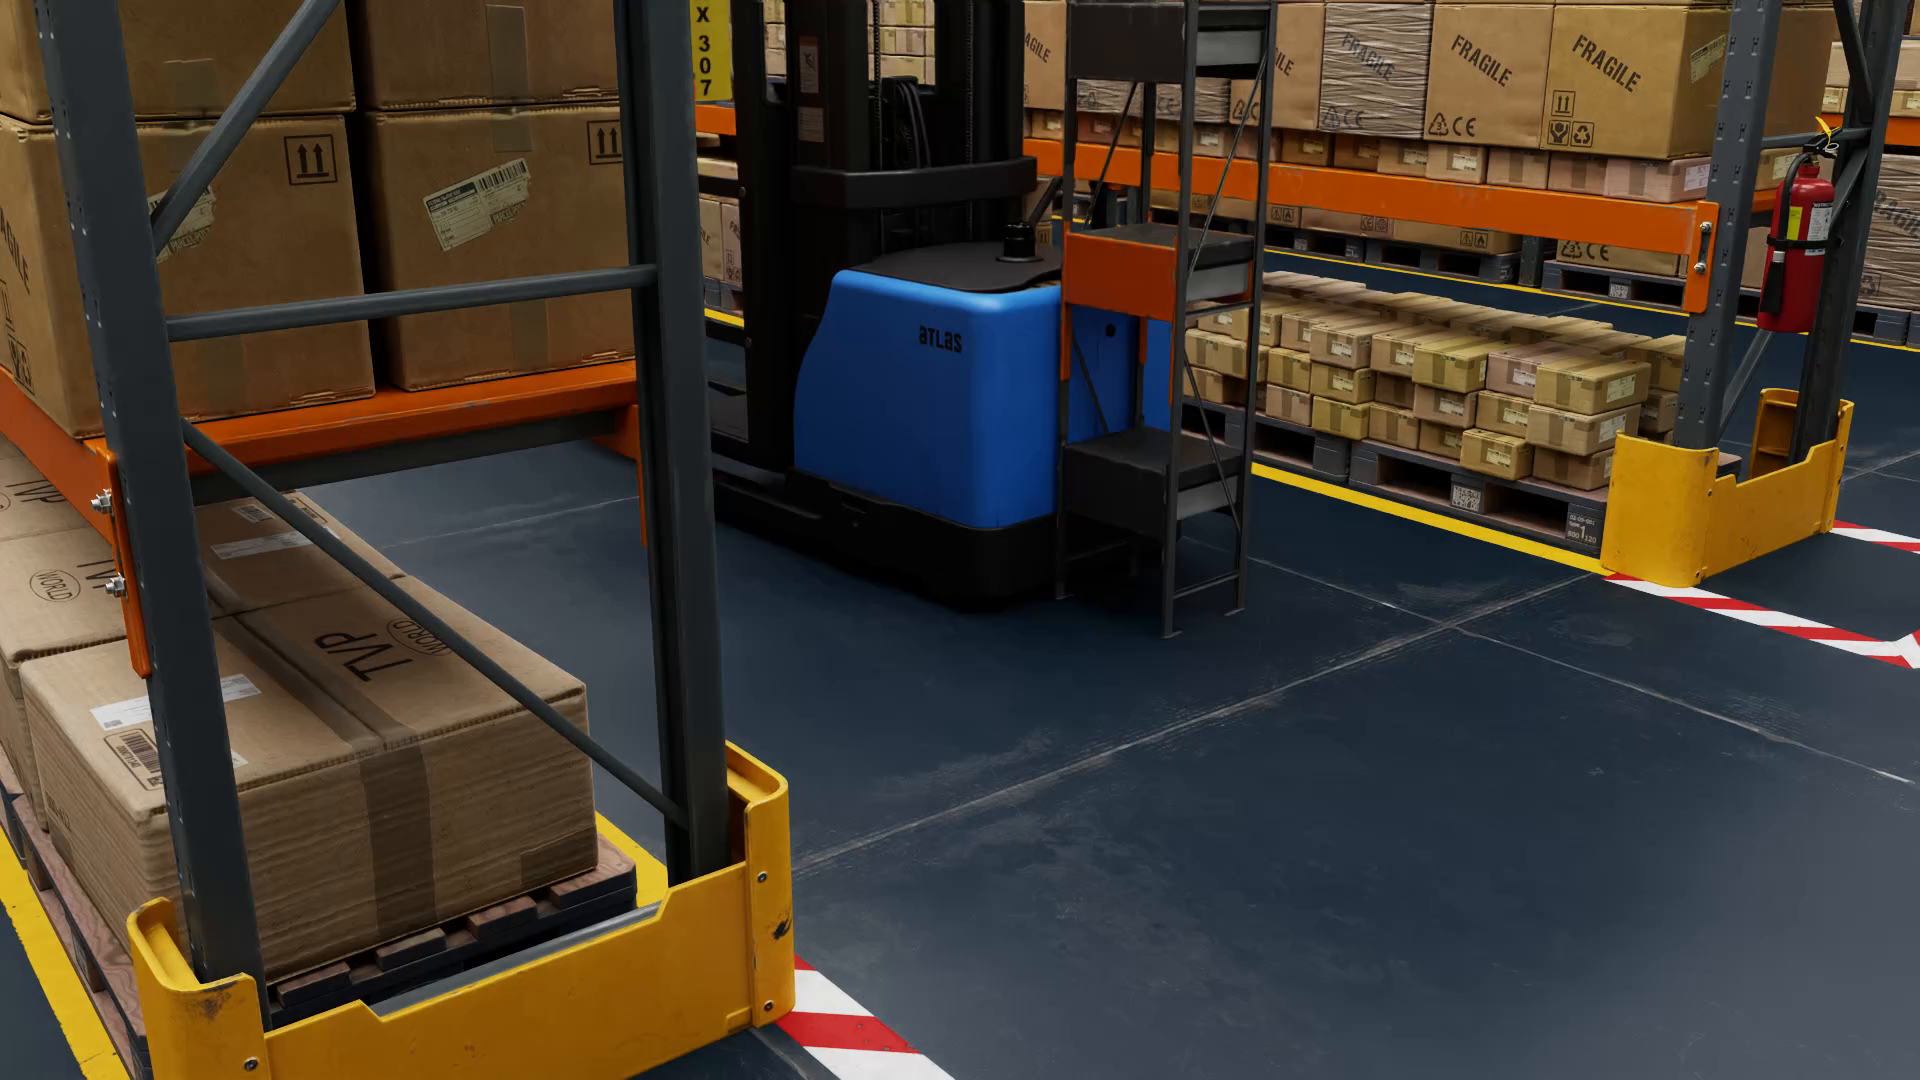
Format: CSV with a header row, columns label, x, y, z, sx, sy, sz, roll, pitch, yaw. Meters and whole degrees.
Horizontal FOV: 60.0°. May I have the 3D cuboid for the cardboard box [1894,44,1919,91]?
label,x,y,z,sx,sy,sz,roll,pitch,yaw
cardboard box,5.734,-2.714,9.553,0.500,0.250,0.500,-15,23,-38

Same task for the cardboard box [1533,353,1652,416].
label,x,y,z,sx,sy,sz,roll,pitch,yaw
cardboard box,2.396,-0.592,6.300,0.380,0.149,0.250,-14,23,-35

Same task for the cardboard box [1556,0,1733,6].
label,x,y,z,sx,sy,sz,roll,pitch,yaw
cardboard box,2.444,-2.110,5.741,0.500,0.500,0.500,-15,23,-37

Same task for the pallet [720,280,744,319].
label,x,y,z,sx,sy,sz,roll,pitch,yaw
pallet,-0.807,-1.537,10.669,1.003,0.211,1.213,-14,23,-36

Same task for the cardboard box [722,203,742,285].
label,x,y,z,sx,sy,sz,roll,pitch,yaw
cardboard box,-1.168,-1.894,10.619,0.500,0.500,0.500,-15,23,-37

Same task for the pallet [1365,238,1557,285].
label,x,y,z,sx,sy,sz,roll,pitch,yaw
pallet,3.852,-2.163,12.560,1.003,0.211,1.213,-14,23,-36

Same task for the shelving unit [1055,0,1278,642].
label,x,y,z,sx,sy,sz,roll,pitch,yaw
shelving unit,0.643,-0.769,5.346,0.431,2.100,0.503,-16,24,-39

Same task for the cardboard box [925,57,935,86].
label,x,y,z,sx,sy,sz,roll,pitch,yaw
cardboard box,0.038,-2.508,8.896,0.380,0.149,0.250,-15,23,-37

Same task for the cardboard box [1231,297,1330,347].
label,x,y,z,sx,sy,sz,roll,pitch,yaw
cardboard box,1.441,-0.982,7.476,0.380,0.149,0.250,-14,23,-36

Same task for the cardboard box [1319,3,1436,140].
label,x,y,z,sx,sy,sz,roll,pitch,yaw
cardboard box,1.804,-1.883,6.645,0.500,0.500,0.500,-14,23,-36

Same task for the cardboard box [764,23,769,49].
label,x,y,z,sx,sy,sz,roll,pitch,yaw
cardboard box,-1.101,-3.100,10.211,0.380,0.149,0.250,-14,23,-37

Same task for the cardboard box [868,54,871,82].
label,x,y,z,sx,sy,sz,roll,pitch,yaw
cardboard box,-0.433,-2.695,9.462,0.380,0.149,0.250,-15,24,-39

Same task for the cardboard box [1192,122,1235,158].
label,x,y,z,sx,sy,sz,roll,pitch,yaw
cardboard box,1.214,-1.801,7.428,0.380,0.149,0.250,-13,22,-34

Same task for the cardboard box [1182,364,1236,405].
label,x,y,z,sx,sy,sz,roll,pitch,yaw
cardboard box,1.251,-0.750,7.724,0.380,0.149,0.250,-15,23,-38

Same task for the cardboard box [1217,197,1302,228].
label,x,y,z,sx,sy,sz,roll,pitch,yaw
cardboard box,2.866,-3.093,13.643,1.225,0.875,0.875,-14,23,-36

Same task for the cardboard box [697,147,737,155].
label,x,y,z,sx,sy,sz,roll,pitch,yaw
cardboard box,-1.806,-2.506,11.273,0.500,0.250,0.500,-15,24,-39

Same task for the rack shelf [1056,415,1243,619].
label,x,y,z,sx,sy,sz,roll,pitch,yaw
rack shelf,0.643,-0.092,5.570,0.431,0.518,0.480,-16,24,-39

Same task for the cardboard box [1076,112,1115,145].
label,x,y,z,sx,sy,sz,roll,pitch,yaw
cardboard box,0.784,-2.011,8.063,0.380,0.149,0.250,-15,24,-38

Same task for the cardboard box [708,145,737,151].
label,x,y,z,sx,sy,sz,roll,pitch,yaw
cardboard box,-1.414,-2.606,11.575,0.500,0.250,0.500,-15,23,-37

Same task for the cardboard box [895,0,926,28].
label,x,y,z,sx,sy,sz,roll,pitch,yaw
cardboard box,-0.130,-2.858,9.007,0.380,0.149,0.250,-15,23,-38

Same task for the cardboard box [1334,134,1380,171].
label,x,y,z,sx,sy,sz,roll,pitch,yaw
cardboard box,1.768,-1.623,6.893,0.380,0.149,0.250,-15,24,-38

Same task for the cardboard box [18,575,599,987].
label,x,y,z,sx,sy,sz,roll,pitch,yaw
cardboard box,-1.383,0.482,3.543,0.875,0.438,0.875,-15,23,-38

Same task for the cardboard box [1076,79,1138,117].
label,x,y,z,sx,sy,sz,roll,pitch,yaw
cardboard box,0.862,-2.265,7.800,0.500,0.500,0.500,-14,23,-36

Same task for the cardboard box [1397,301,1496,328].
label,x,y,z,sx,sy,sz,roll,pitch,yaw
cardboard box,2.159,-0.953,7.391,0.380,0.149,0.250,-13,22,-34

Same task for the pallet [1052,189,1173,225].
label,x,y,z,sx,sy,sz,roll,pitch,yaw
pallet,1.423,-3.166,15.589,1.003,0.211,1.213,-14,23,-36

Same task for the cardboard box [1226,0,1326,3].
label,x,y,z,sx,sy,sz,roll,pitch,yaw
cardboard box,1.468,-2.491,6.892,0.500,0.500,0.500,-15,23,-38

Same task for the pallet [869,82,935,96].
label,x,y,z,sx,sy,sz,roll,pitch,yaw
pallet,0.079,-2.494,9.428,1.003,0.211,1.213,-14,23,-36

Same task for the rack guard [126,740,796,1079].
label,x,y,z,sx,sy,sz,roll,pitch,yaw
rack guard,-0.880,0.801,3.149,1.175,0.500,0.348,-14,23,-36

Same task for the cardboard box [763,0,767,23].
label,x,y,z,sx,sy,sz,roll,pitch,yaw
cardboard box,-1.092,-3.241,10.165,0.380,0.149,0.250,-13,22,-34

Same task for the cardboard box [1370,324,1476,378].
label,x,y,z,sx,sy,sz,roll,pitch,yaw
cardboard box,1.913,-0.781,6.869,0.380,0.149,0.250,-15,24,-38

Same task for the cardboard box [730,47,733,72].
label,x,y,z,sx,sy,sz,roll,pitch,yaw
cardboard box,-1.254,-3.021,10.445,0.380,0.149,0.250,-13,22,-34

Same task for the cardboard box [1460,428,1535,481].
label,x,y,z,sx,sy,sz,roll,pitch,yaw
cardboard box,2.194,-0.361,6.550,0.380,0.149,0.250,-13,22,-34

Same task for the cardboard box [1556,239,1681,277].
label,x,y,z,sx,sy,sz,roll,pitch,yaw
cardboard box,4.737,-2.324,11.322,0.875,0.875,0.875,-14,23,-36

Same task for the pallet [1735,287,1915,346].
label,x,y,z,sx,sy,sz,roll,pitch,yaw
pallet,5.563,-1.484,10.510,1.003,0.211,1.213,-14,23,-36

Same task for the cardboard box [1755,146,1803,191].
label,x,y,z,sx,sy,sz,roll,pitch,yaw
cardboard box,2.979,-1.407,6.241,0.380,0.149,0.250,-14,23,-37

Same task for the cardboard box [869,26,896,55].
label,x,y,z,sx,sy,sz,roll,pitch,yaw
cardboard box,-0.279,-2.776,9.232,0.380,0.149,0.250,-13,22,-34

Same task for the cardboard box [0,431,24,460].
label,x,y,z,sx,sy,sz,roll,pitch,yaw
cardboard box,-3.073,-0.185,5.557,0.875,0.438,0.875,-14,23,-37

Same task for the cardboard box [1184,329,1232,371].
label,x,y,z,sx,sy,sz,roll,pitch,yaw
cardboard box,1.245,-0.892,7.679,0.380,0.149,0.250,-14,23,-37

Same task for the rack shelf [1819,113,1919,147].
label,x,y,z,sx,sy,sz,roll,pitch,yaw
rack shelf,5.632,-2.477,10.217,1.077,0.370,4.000,-14,23,-36

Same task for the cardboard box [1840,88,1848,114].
label,x,y,z,sx,sy,sz,roll,pitch,yaw
cardboard box,5.446,-2.607,9.863,0.380,0.149,0.250,-13,23,-35

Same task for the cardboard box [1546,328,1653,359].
label,x,y,z,sx,sy,sz,roll,pitch,yaw
cardboard box,2.598,-0.751,6.780,0.380,0.149,0.250,-13,23,-35

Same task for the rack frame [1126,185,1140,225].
label,x,y,z,sx,sy,sz,roll,pitch,yaw
rack frame,1.907,-4.297,14.569,1.000,3.000,0.127,-14,23,-36

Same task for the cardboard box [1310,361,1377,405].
label,x,y,z,sx,sy,sz,roll,pitch,yaw
cardboard box,1.716,-0.697,7.090,0.380,0.149,0.250,-14,23,-35

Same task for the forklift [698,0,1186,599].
label,x,y,z,sx,sy,sz,roll,pitch,yaw
forklift,-0.537,-1.580,6.473,1.130,2.935,3.031,-16,24,-39

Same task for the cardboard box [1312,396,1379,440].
label,x,y,z,sx,sy,sz,roll,pitch,yaw
cardboard box,1.726,-0.552,7.126,0.380,0.149,0.250,-15,24,-38

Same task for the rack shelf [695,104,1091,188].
label,x,y,z,sx,sy,sz,roll,pitch,yaw
rack shelf,-0.802,-2.520,10.345,1.077,0.370,4.000,-14,23,-36

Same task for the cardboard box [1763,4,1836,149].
label,x,y,z,sx,sy,sz,roll,pitch,yaw
cardboard box,2.861,-1.736,6.201,0.500,0.500,0.500,-13,22,-34

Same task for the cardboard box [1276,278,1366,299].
label,x,y,z,sx,sy,sz,roll,pitch,yaw
cardboard box,1.732,-1.153,7.994,0.380,0.149,0.250,-15,24,-38

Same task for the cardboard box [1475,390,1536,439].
label,x,y,z,sx,sy,sz,roll,pitch,yaw
cardboard box,2.251,-0.519,6.553,0.380,0.149,0.250,-15,23,-37

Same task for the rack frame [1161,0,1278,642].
label,x,y,z,sx,sy,sz,roll,pitch,yaw
rack frame,0.805,-0.712,5.173,0.400,2.100,0.015,-16,24,-39

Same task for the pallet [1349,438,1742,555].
label,x,y,z,sx,sy,sz,roll,pitch,yaw
pallet,2.399,-0.285,6.887,1.003,0.211,1.213,-14,23,-36

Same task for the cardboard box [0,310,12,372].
label,x,y,z,sx,sy,sz,roll,pitch,yaw
cardboard box,-1.701,-0.633,3.344,0.500,0.500,0.500,-15,23,-37

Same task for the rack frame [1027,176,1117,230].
label,x,y,z,sx,sy,sz,roll,pitch,yaw
rack frame,0.439,-2.369,8.744,1.000,3.000,0.127,-14,23,-36

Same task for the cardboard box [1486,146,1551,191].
label,x,y,z,sx,sy,sz,roll,pitch,yaw
cardboard box,2.206,-1.416,6.267,0.380,0.149,0.250,-14,23,-37

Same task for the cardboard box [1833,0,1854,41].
label,x,y,z,sx,sy,sz,roll,pitch,yaw
cardboard box,5.114,-3.320,10.188,0.500,0.500,0.500,-15,23,-38

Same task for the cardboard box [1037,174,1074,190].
label,x,y,z,sx,sy,sz,roll,pitch,yaw
cardboard box,1.121,-3.615,15.784,0.700,0.500,0.500,-16,24,-41

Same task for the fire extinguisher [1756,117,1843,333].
label,x,y,z,sx,sy,sz,roll,pitch,yaw
fire extinguisher,2.717,-1.017,5.378,0.296,0.674,0.183,-14,23,-36
